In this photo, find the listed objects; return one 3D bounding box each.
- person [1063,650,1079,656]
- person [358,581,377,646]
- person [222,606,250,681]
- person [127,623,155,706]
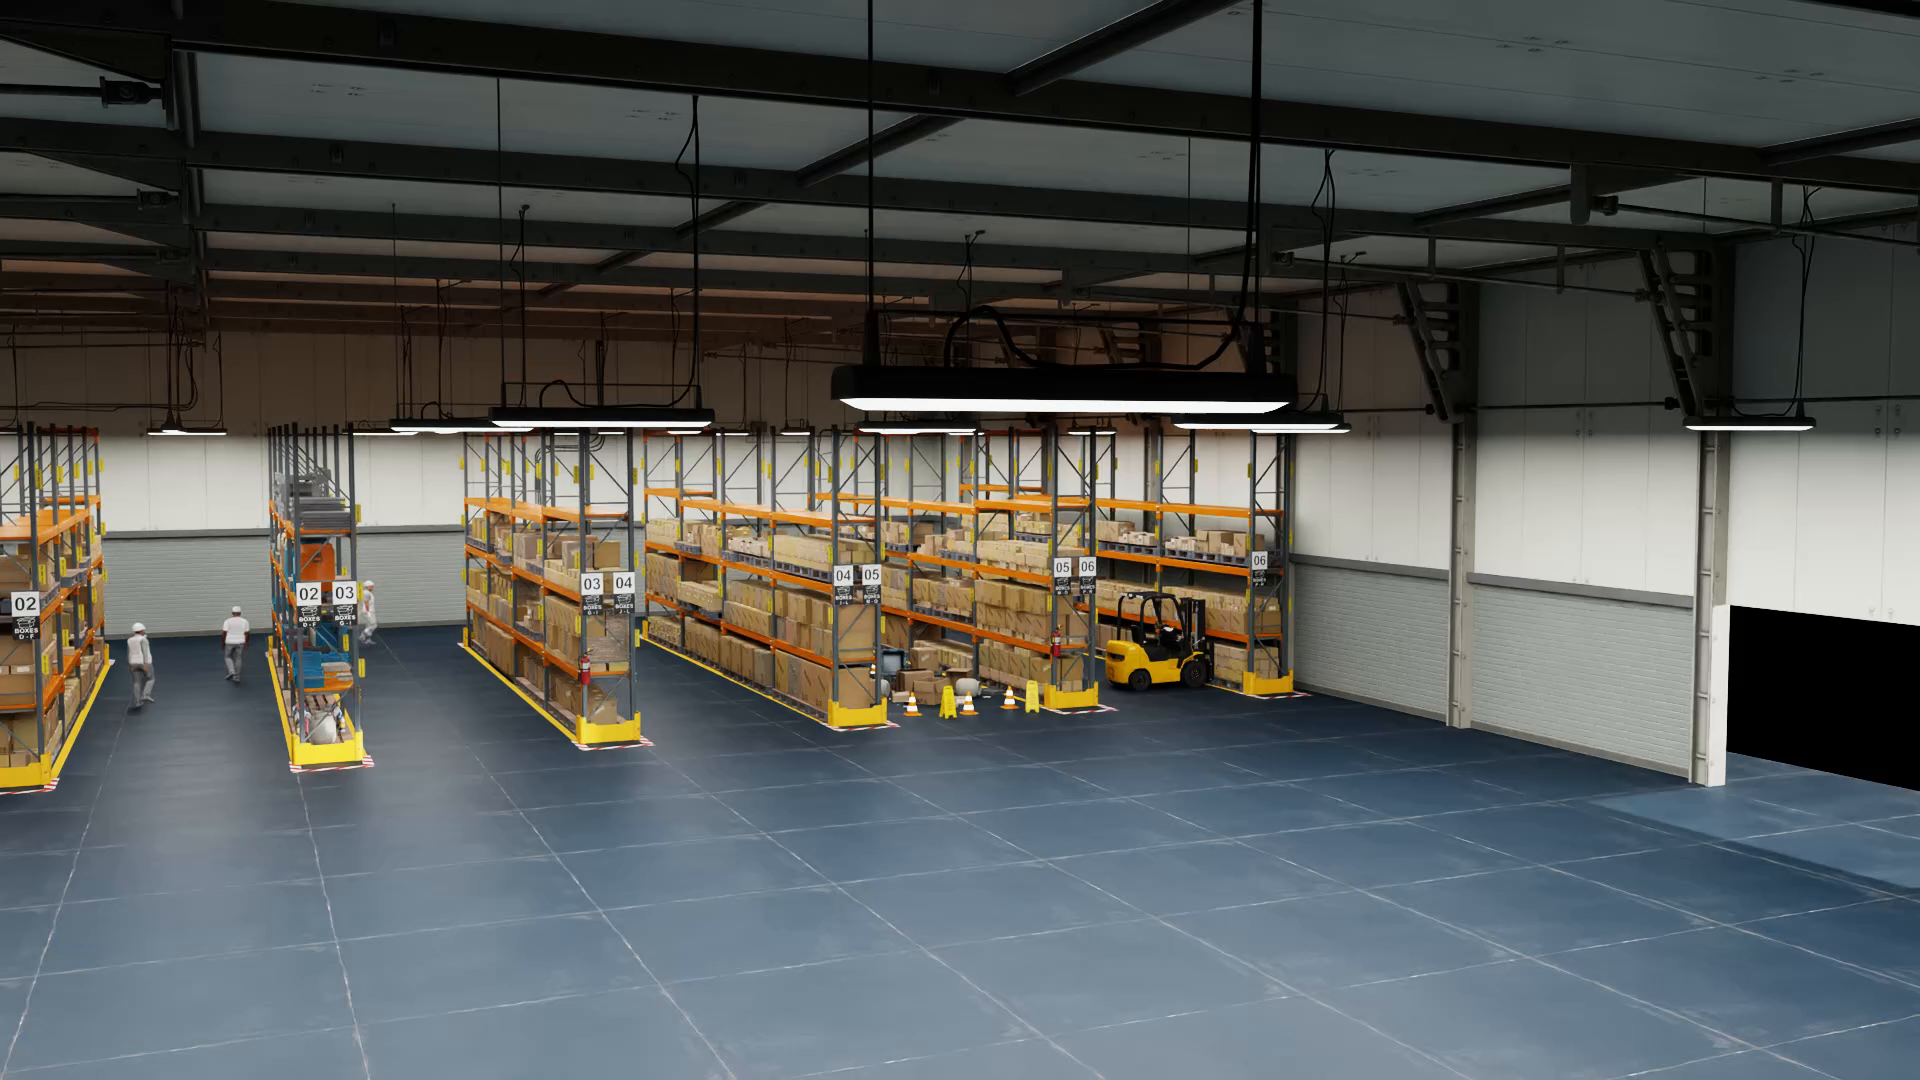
[{"bbox_3d":[2.674,2.489,39.973,0.570,1.599,0.721,-1,4,-23],"label":"person"},{"bbox_3d":[-16.326,2.017,45.759,0.509,1.790,0.582,-2,4,-27],"label":"person"},{"bbox_3d":[-17.044,2.441,39.135,0.611,1.761,0.479,-2,4,-29],"label":"person"},{"bbox_3d":[-17.550,2.655,35.575,0.556,1.759,0.494,0,4,-7],"label":"person"}]
